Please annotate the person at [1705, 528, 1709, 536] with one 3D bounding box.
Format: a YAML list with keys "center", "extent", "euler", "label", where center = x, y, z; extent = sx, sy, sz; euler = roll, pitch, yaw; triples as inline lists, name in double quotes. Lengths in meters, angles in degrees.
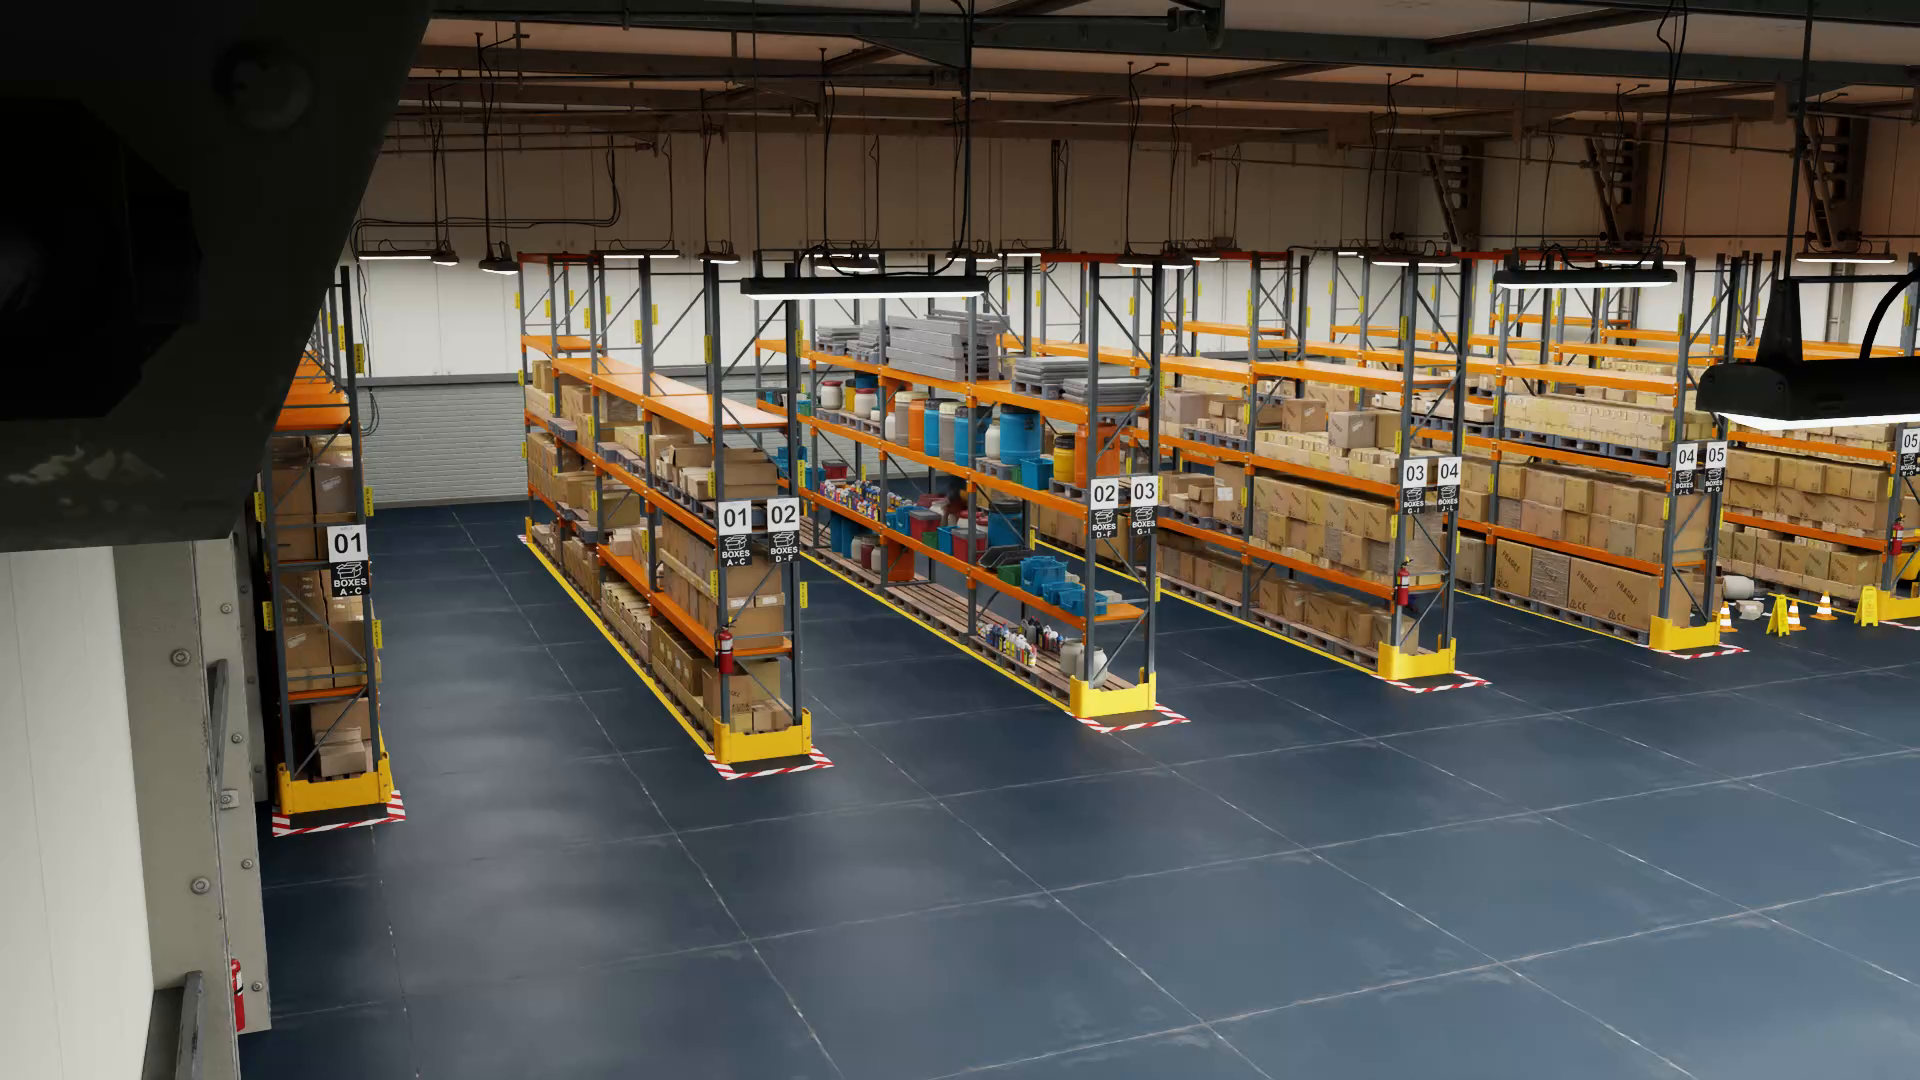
- center: [15.088, -0.672, 34.182]
  extent: [0.627, 1.660, 0.728]
  euler: [-6, 12, -31]
  label: "person"

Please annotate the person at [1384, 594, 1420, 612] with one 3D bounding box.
- center: [7.632, 0.423, 28.441]
  extent: [0.607, 1.564, 0.663]
  euler: [-3, 11, -15]
  label: "person"
